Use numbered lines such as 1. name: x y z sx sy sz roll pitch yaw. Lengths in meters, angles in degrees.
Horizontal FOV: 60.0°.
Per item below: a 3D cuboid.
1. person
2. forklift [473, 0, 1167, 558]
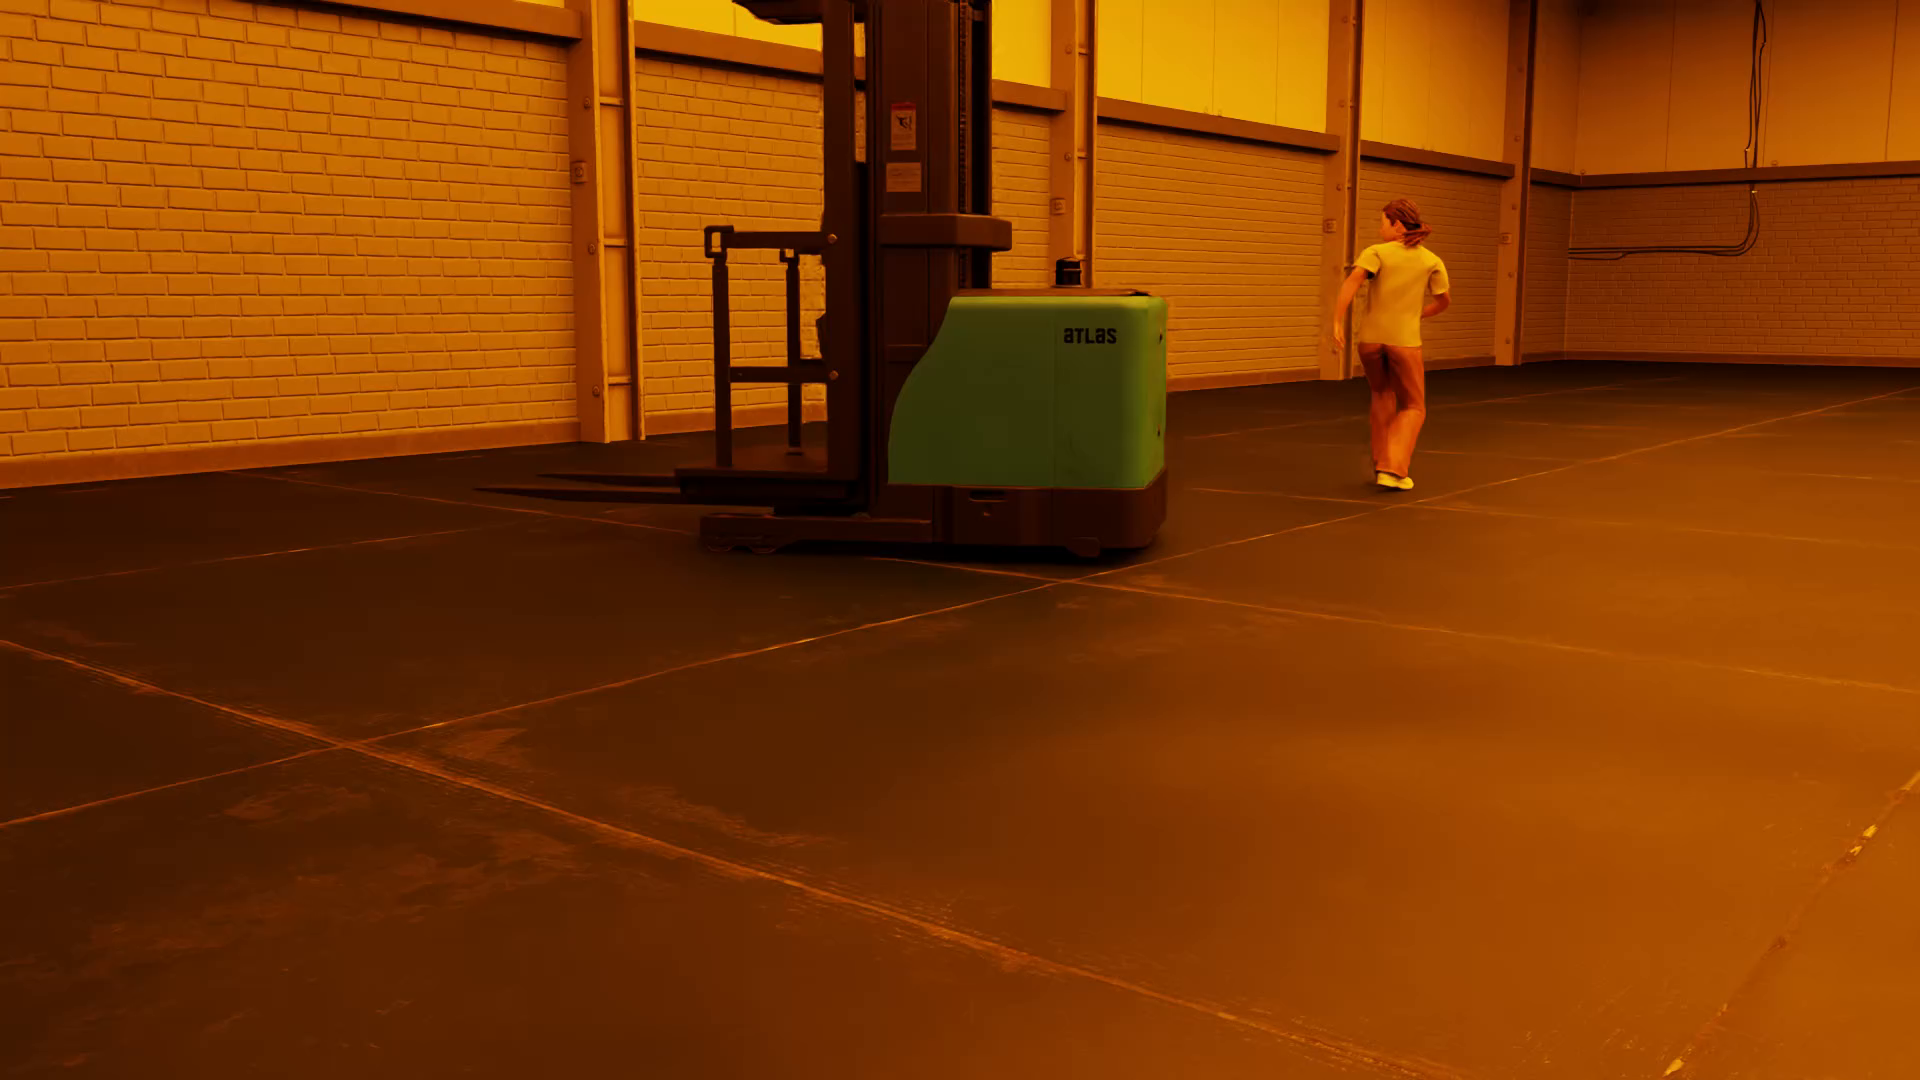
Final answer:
1. person: 2.417 -1.061 9.277 0.545 1.668 0.722 4 9 25
2. forklift: -0.632 -1.462 7.273 3.031 2.935 1.130 2 9 12
